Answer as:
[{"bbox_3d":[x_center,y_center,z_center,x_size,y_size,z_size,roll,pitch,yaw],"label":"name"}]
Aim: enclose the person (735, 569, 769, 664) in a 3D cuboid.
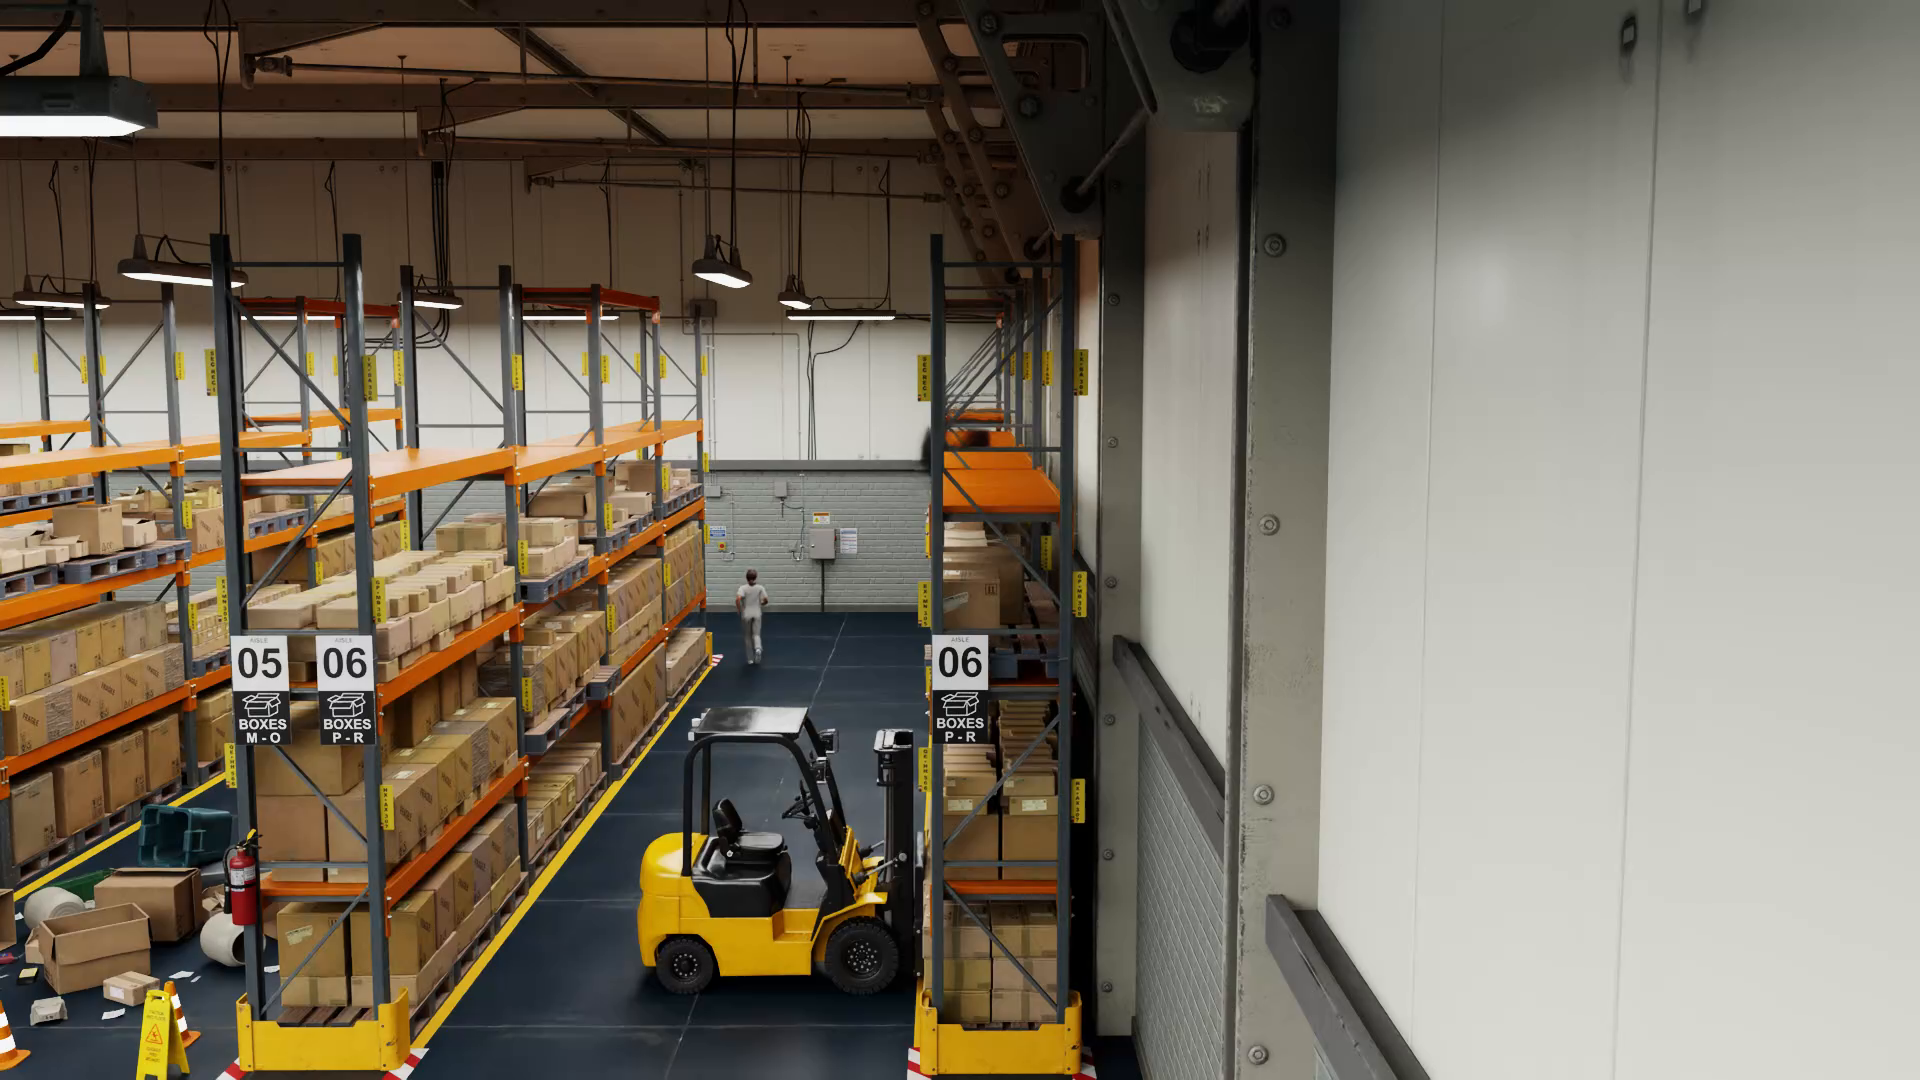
[{"bbox_3d":[-3.459,1.297,27.604,0.564,1.650,0.918,-2,7,-14],"label":"person"}]
